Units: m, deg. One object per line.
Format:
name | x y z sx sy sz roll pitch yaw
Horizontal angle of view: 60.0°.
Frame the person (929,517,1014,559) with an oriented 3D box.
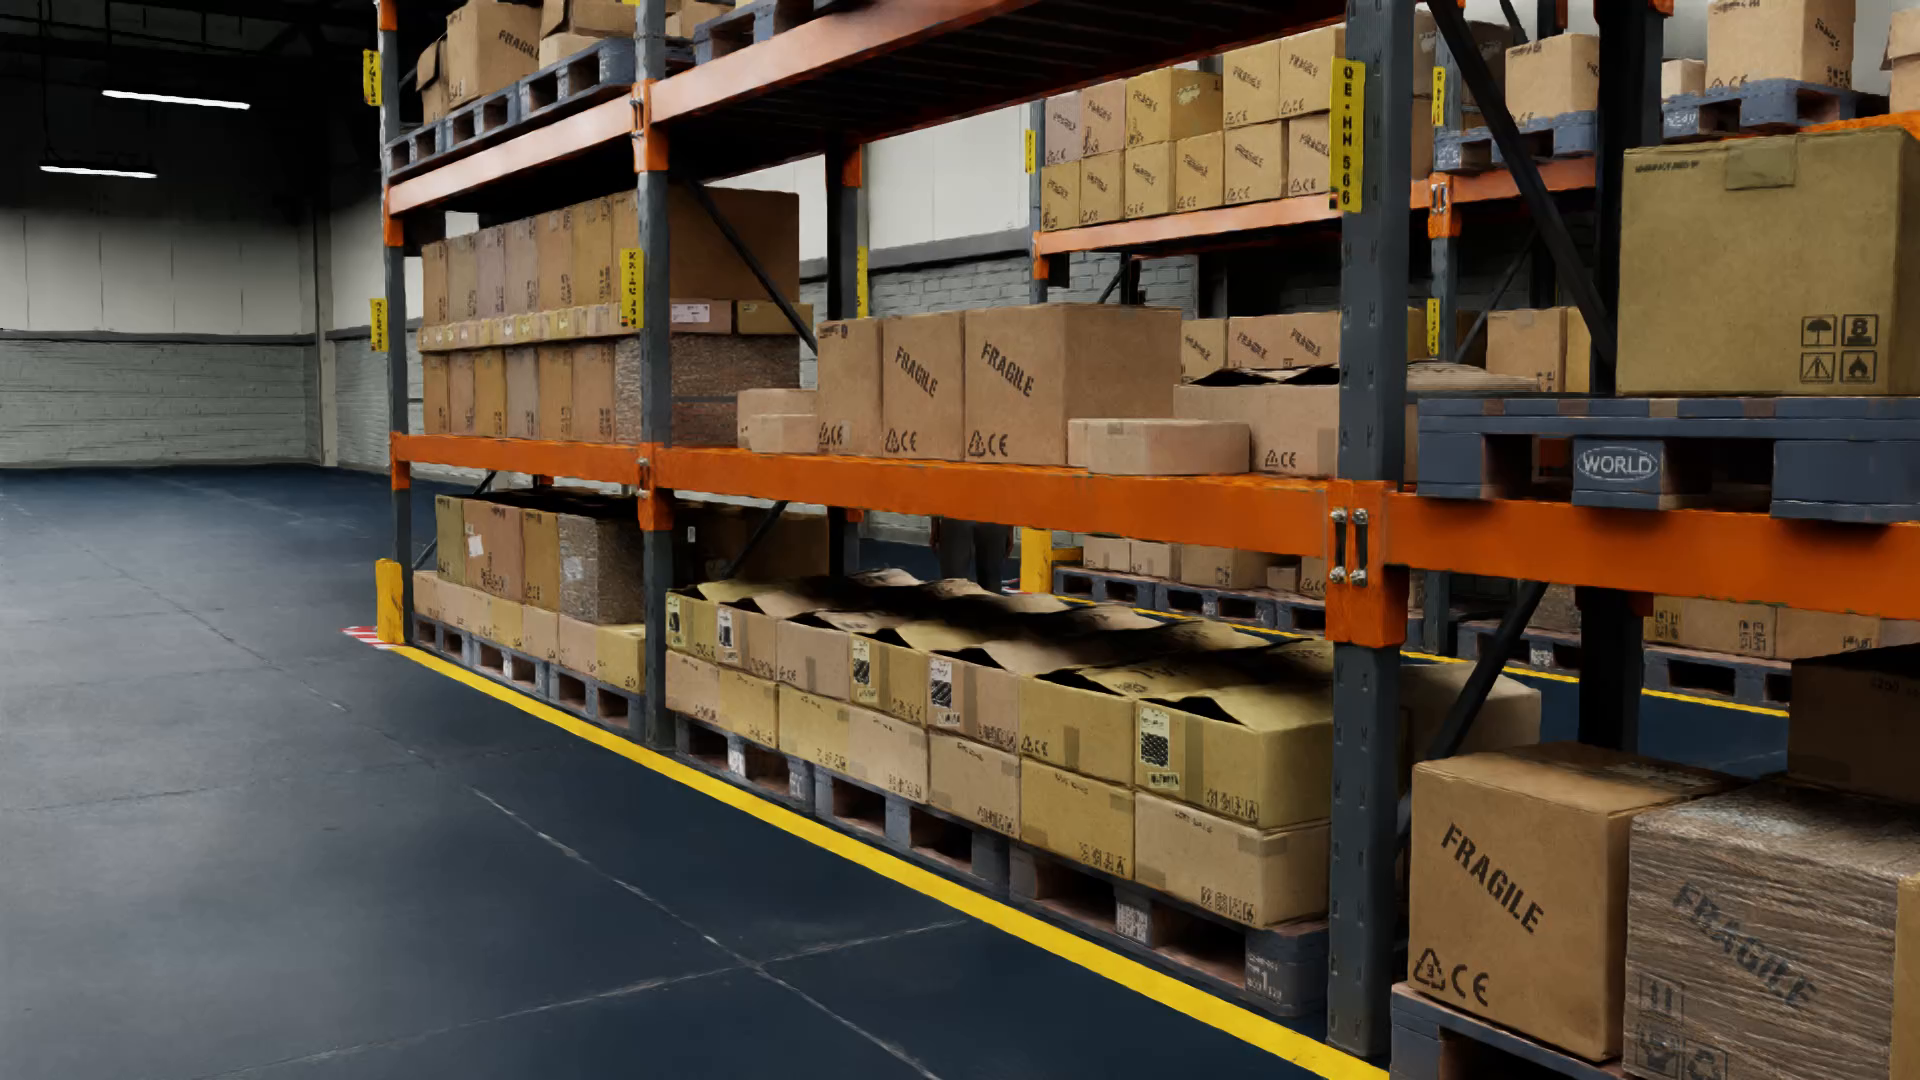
person | 0.065 -0.069 8.955 0.499 1.648 0.537 0 5 -1
